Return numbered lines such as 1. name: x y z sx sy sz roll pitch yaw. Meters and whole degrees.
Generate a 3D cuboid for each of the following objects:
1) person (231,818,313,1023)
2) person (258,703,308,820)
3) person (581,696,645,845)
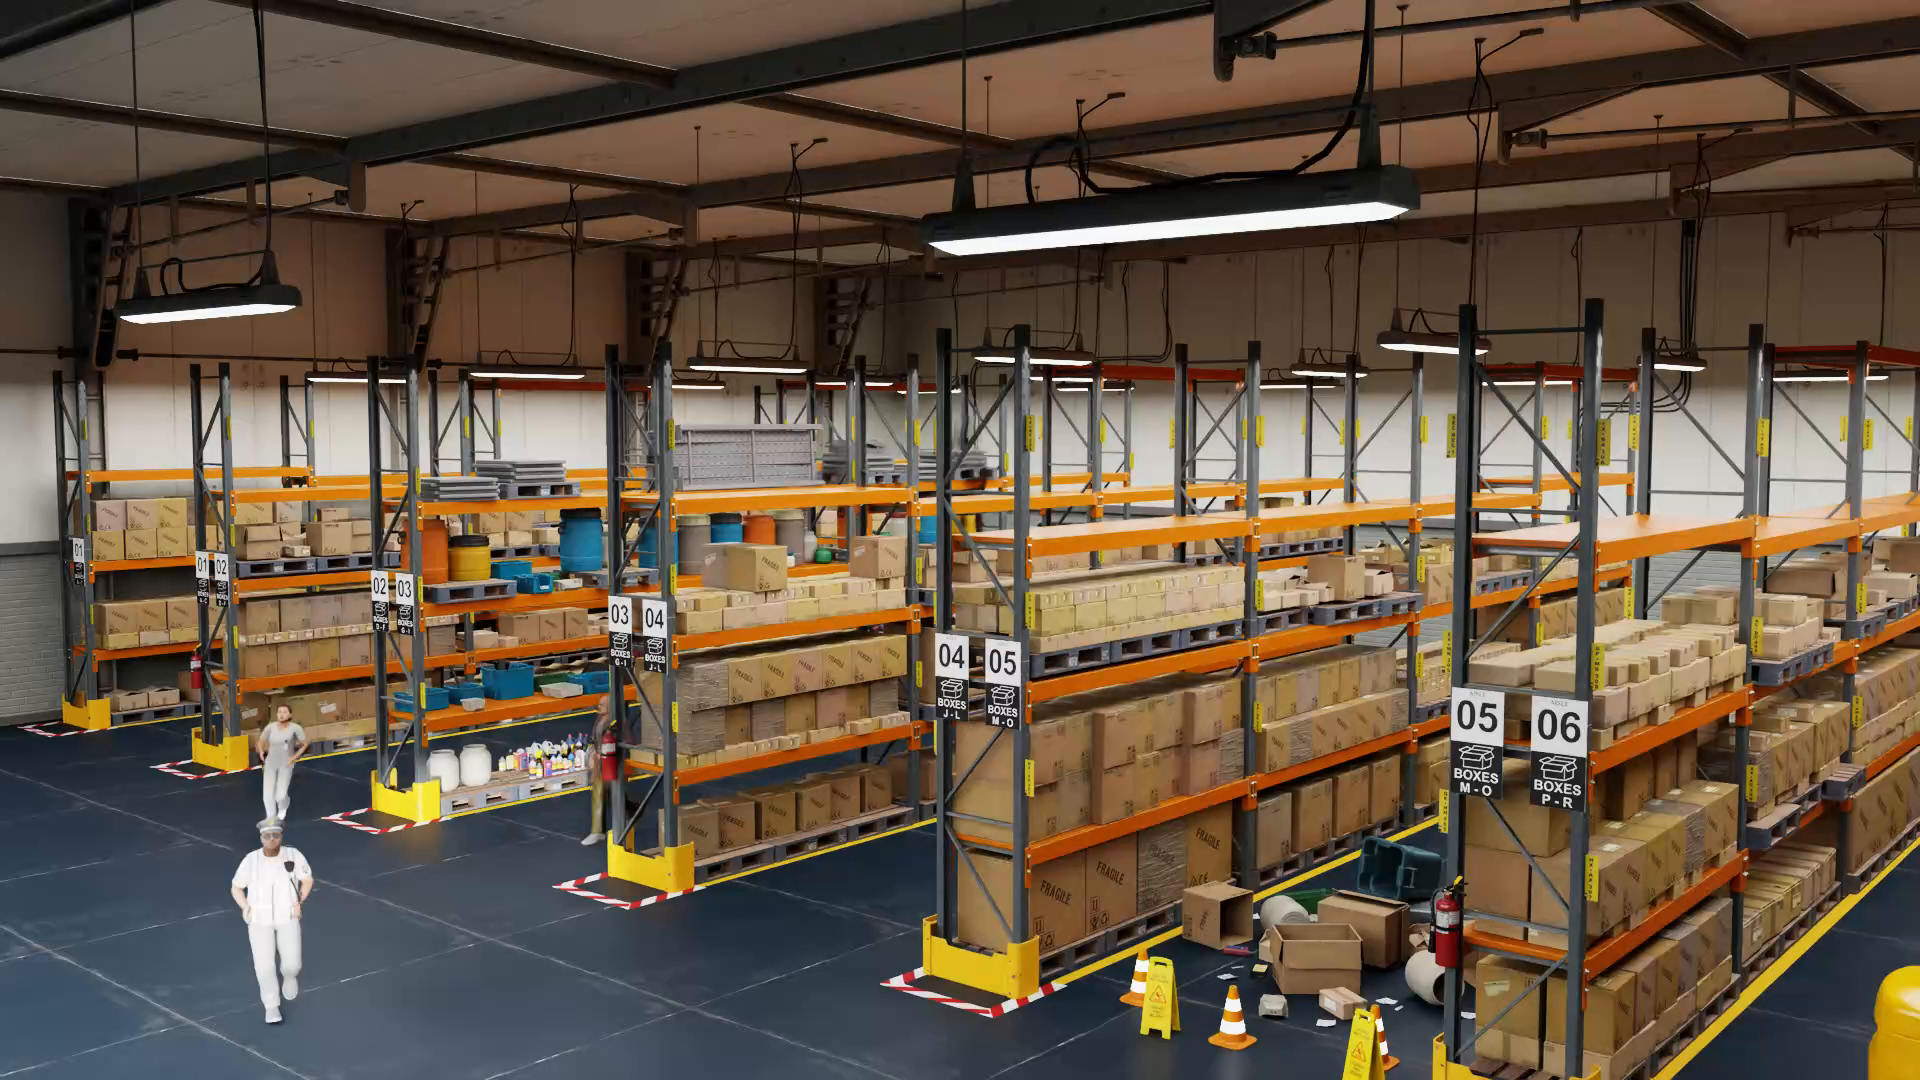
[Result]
1. person: -5.946 3.256 14.400 0.661 1.730 0.608 -2 4 -23
2. person: -8.551 2.854 20.998 0.591 1.621 0.617 0 4 -5
3. person: -4.244 2.790 20.381 0.702 1.766 0.965 3 5 34
